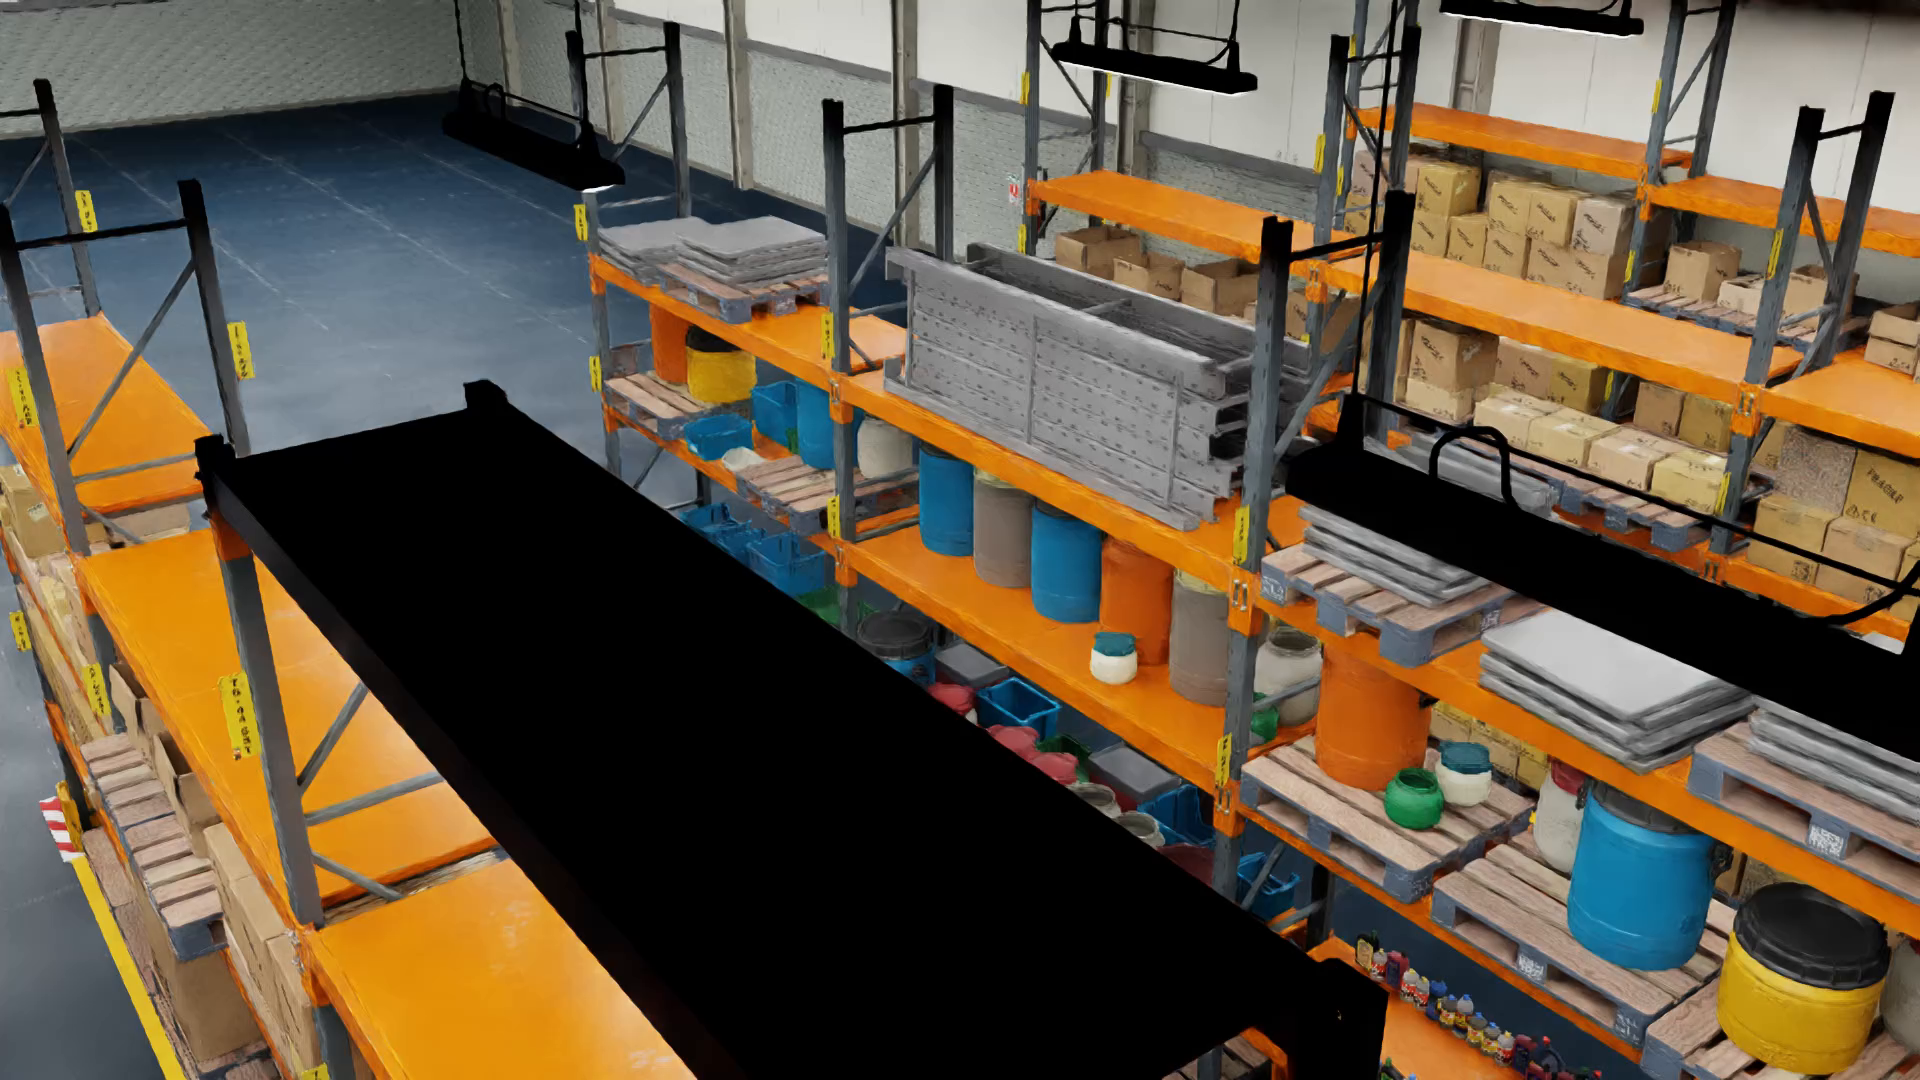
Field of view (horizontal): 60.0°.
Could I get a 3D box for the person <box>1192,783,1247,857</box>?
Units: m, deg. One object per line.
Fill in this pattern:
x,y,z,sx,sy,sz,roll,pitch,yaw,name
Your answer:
2.005,2.028,12.547,0.724,1.733,0.546,-18,30,-34,person
